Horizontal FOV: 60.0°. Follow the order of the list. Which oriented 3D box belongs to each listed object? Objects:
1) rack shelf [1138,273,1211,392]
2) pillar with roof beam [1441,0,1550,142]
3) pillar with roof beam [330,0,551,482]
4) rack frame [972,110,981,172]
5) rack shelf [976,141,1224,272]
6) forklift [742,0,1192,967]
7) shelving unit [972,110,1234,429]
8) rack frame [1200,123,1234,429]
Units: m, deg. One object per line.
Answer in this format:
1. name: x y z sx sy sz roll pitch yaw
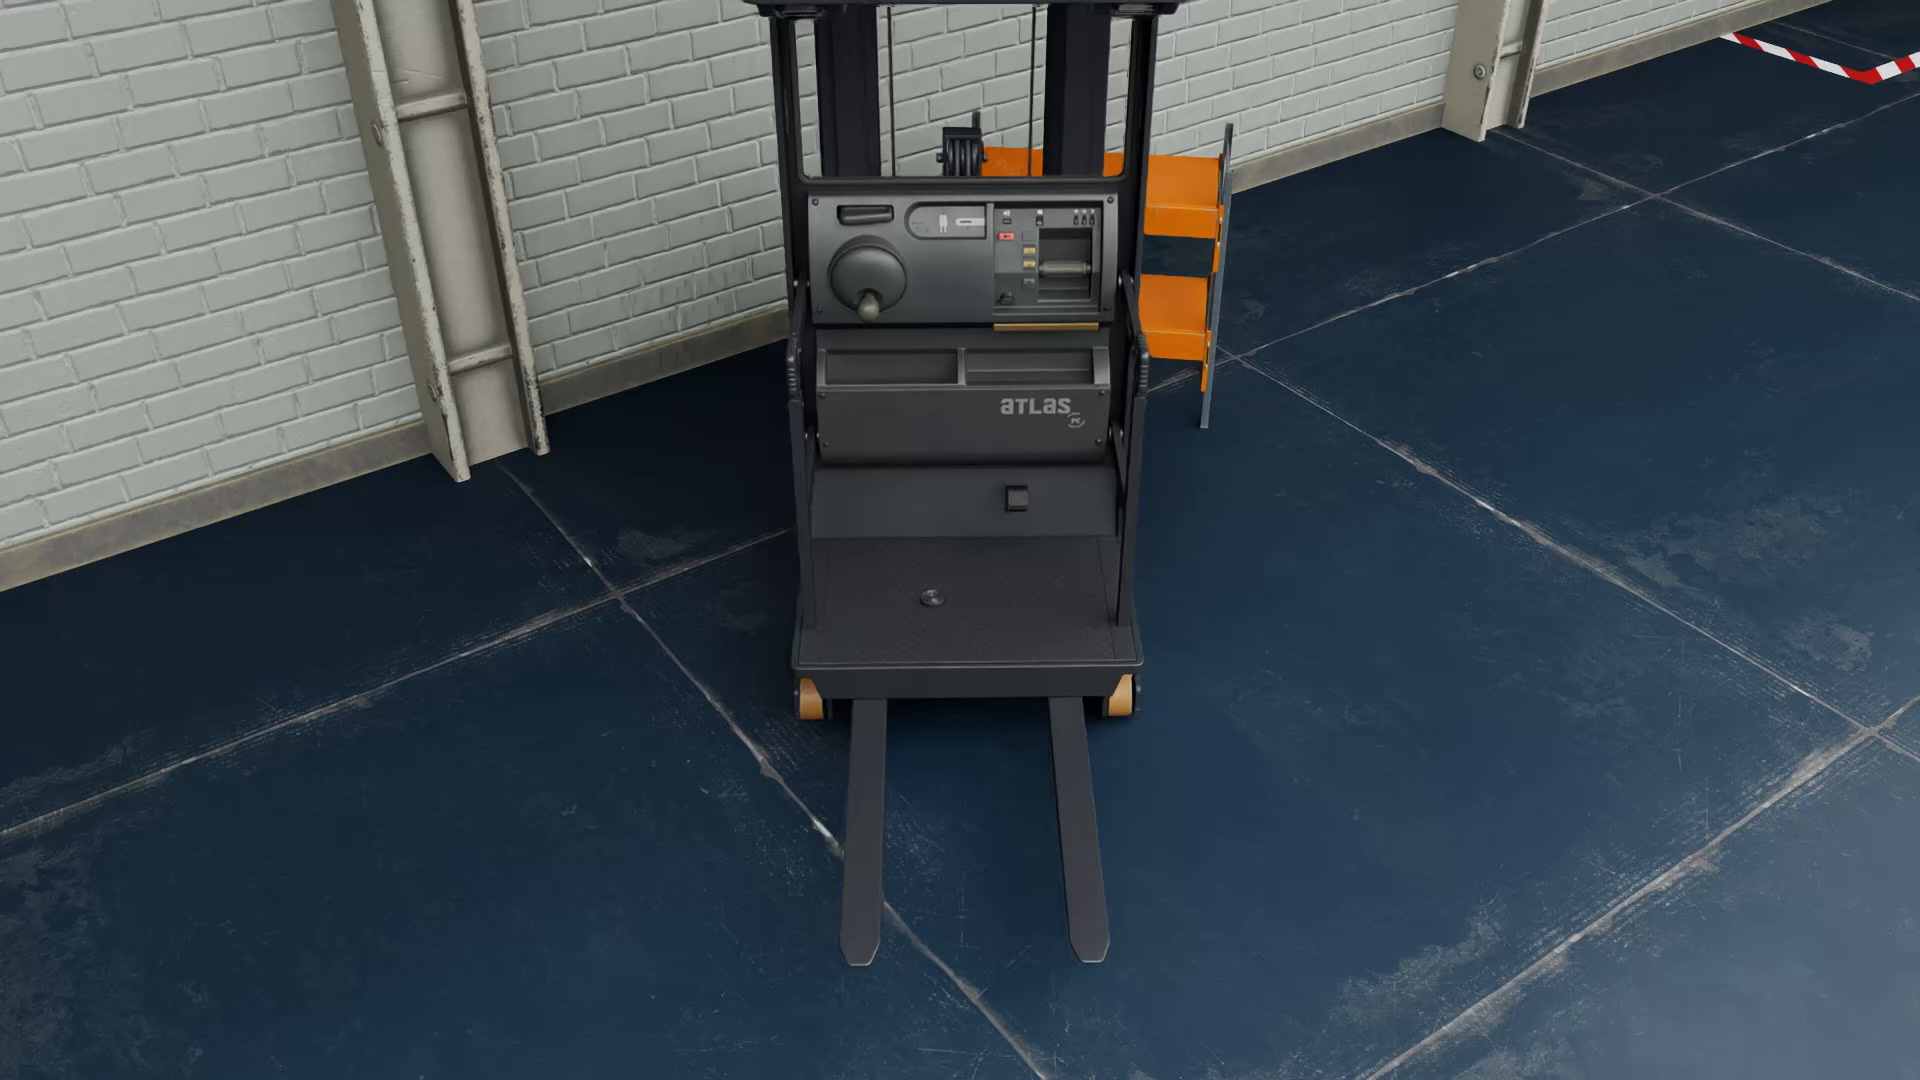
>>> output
1. rack shelf: 0.540 -0.904 6.963 1.000 0.278 0.538 4 36 6
2. pillar with roof beam: 5.474 -3.983 4.080 0.400 9.000 9.100 -22 41 -28
3. pillar with roof beam: 0.569 -1.964 1.274 0.400 9.000 9.100 -22 41 -28
4. rack frame: 0.036 -1.142 6.874 0.032 1.125 0.500 4 36 6
5. rack shelf: 0.540 -1.340 6.649 1.000 0.278 0.538 4 36 6
6. forklift: 0.015 -0.788 4.836 1.130 2.935 3.031 -1 36 -1
7. shelving unit: 0.540 -1.103 6.820 1.048 1.125 0.538 4 36 6
8. rack frame: 1.044 -1.064 6.766 0.032 1.125 0.500 4 36 6
